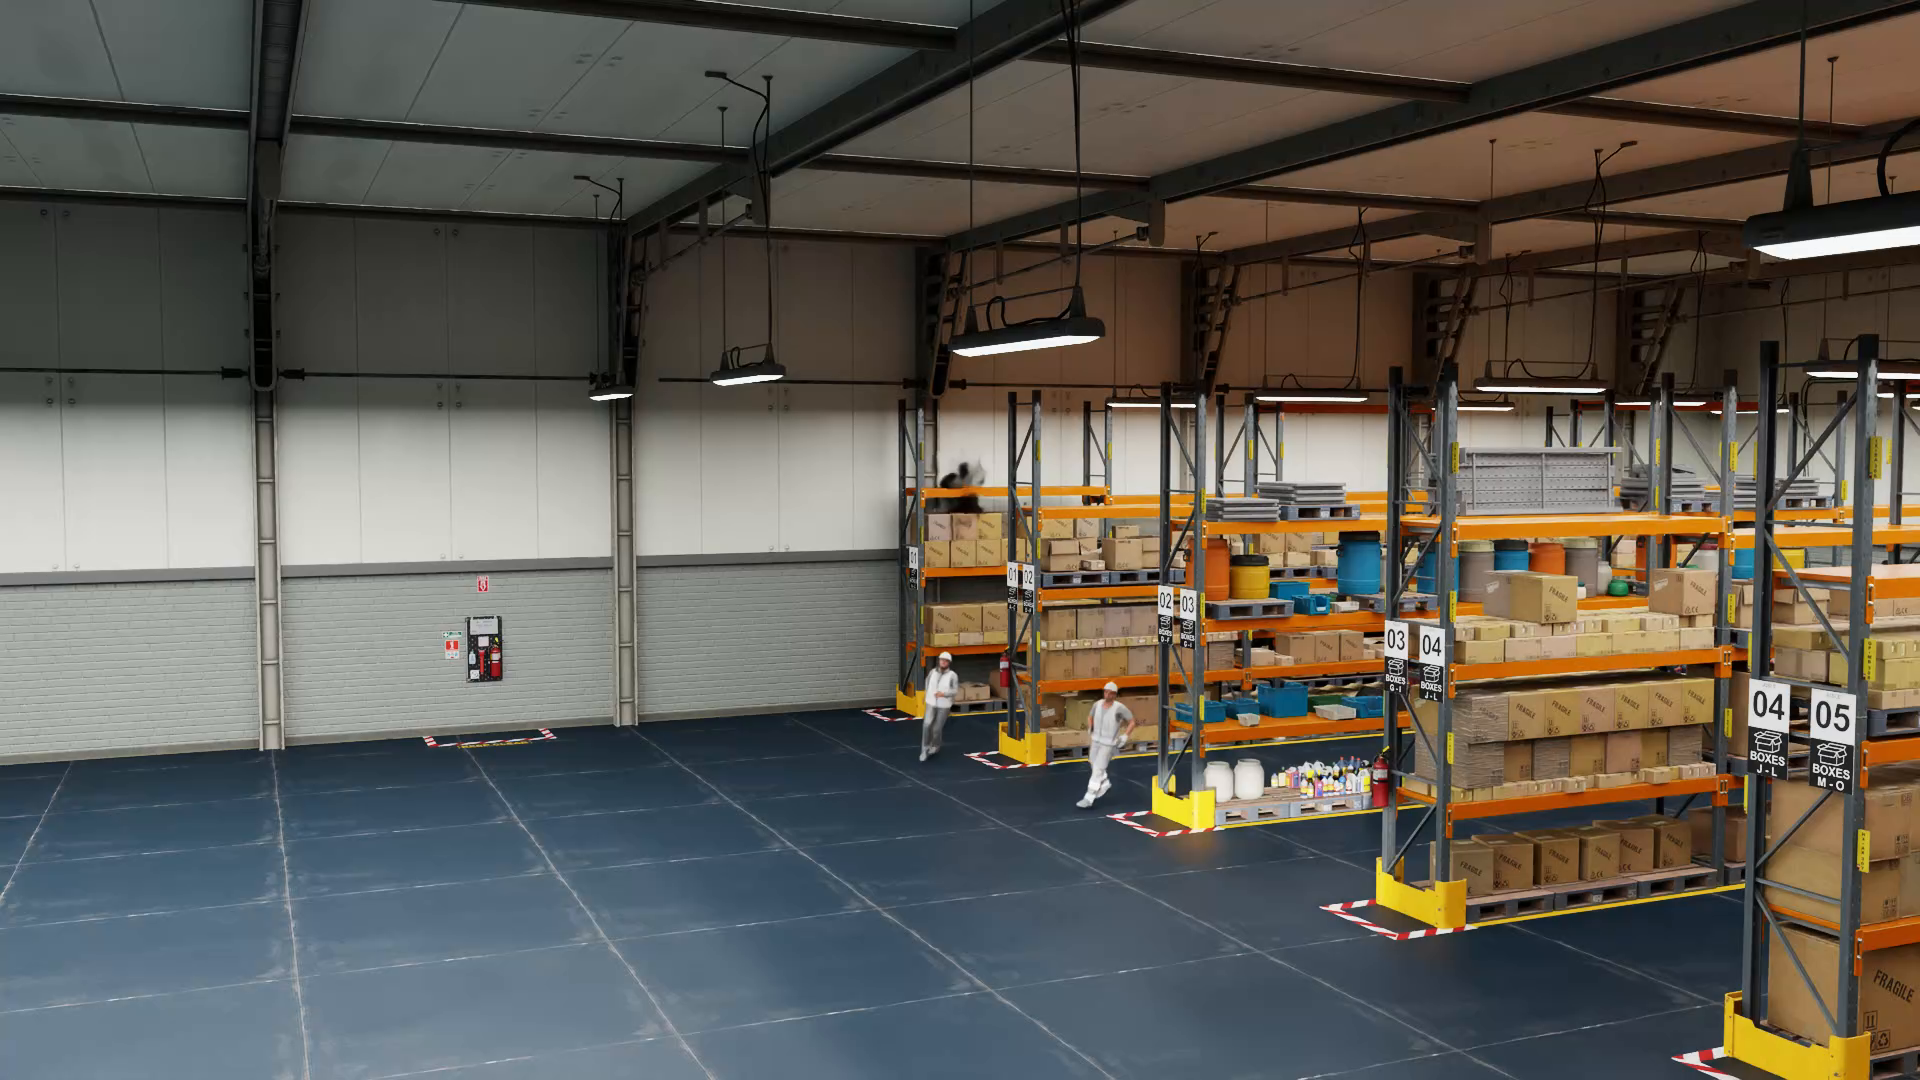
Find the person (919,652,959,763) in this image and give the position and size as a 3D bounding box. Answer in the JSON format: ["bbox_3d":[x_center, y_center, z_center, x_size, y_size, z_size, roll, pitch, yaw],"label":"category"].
[{"bbox_3d":[-0.327,2.696,27.073,0.643,1.755,0.735,1,3,11],"label":"person"}]

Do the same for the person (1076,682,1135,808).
[{"bbox_3d":[2.076,2.882,23.541,0.719,1.762,0.915,3,4,37],"label":"person"}]
